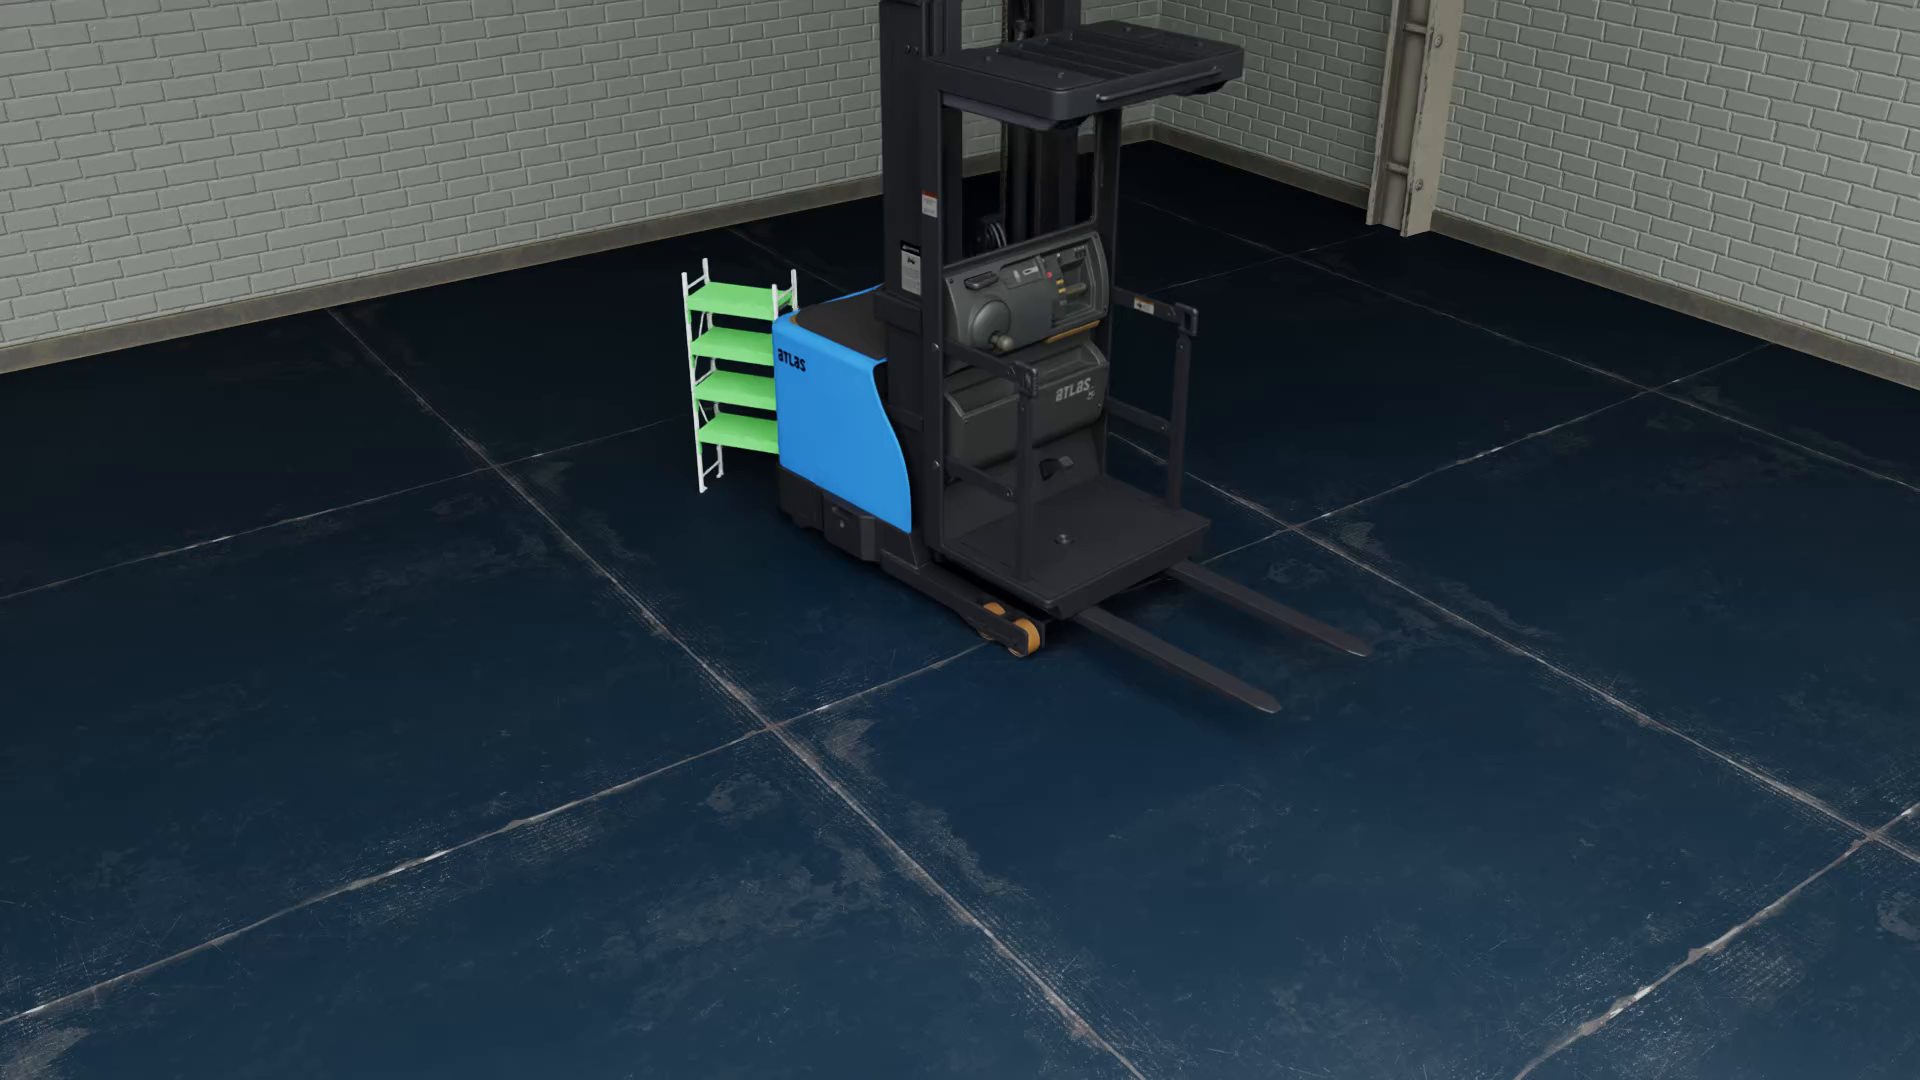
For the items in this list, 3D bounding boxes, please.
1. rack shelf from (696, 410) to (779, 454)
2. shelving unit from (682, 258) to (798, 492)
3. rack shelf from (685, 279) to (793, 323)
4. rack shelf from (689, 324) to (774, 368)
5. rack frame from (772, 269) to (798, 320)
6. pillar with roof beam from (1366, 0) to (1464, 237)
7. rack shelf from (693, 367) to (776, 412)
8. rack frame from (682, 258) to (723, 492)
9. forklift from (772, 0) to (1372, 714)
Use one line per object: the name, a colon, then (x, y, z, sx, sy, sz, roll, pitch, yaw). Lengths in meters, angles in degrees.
rack shelf: (-1.085, -0.525, 8.595, 0.480, 0.148, 0.258, 10, 30, 17)
shelving unit: (-1.085, -0.792, 8.450, 0.503, 1.200, 0.258, 10, 30, 17)
rack shelf: (-1.085, -1.157, 8.252, 0.480, 0.148, 0.258, 10, 30, 17)
rack shelf: (-1.085, -0.946, 8.366, 0.480, 0.148, 0.258, 10, 30, 17)
rack frame: (-0.856, -0.752, 8.377, 0.015, 1.200, 0.240, 10, 30, 17)
pillar with roof beam: (-0.173, -5.146, 8.296, 9.100, 9.000, 0.400, -19, 34, -31)
rack shelf: (-1.085, -0.735, 8.481, 0.480, 0.148, 0.258, 10, 30, 17)
rack frame: (-1.315, -0.831, 8.523, 0.015, 1.200, 0.240, 10, 30, 17)
forklift: (0.448, -1.050, 7.113, 1.130, 2.935, 3.031, -24, 36, -37)
